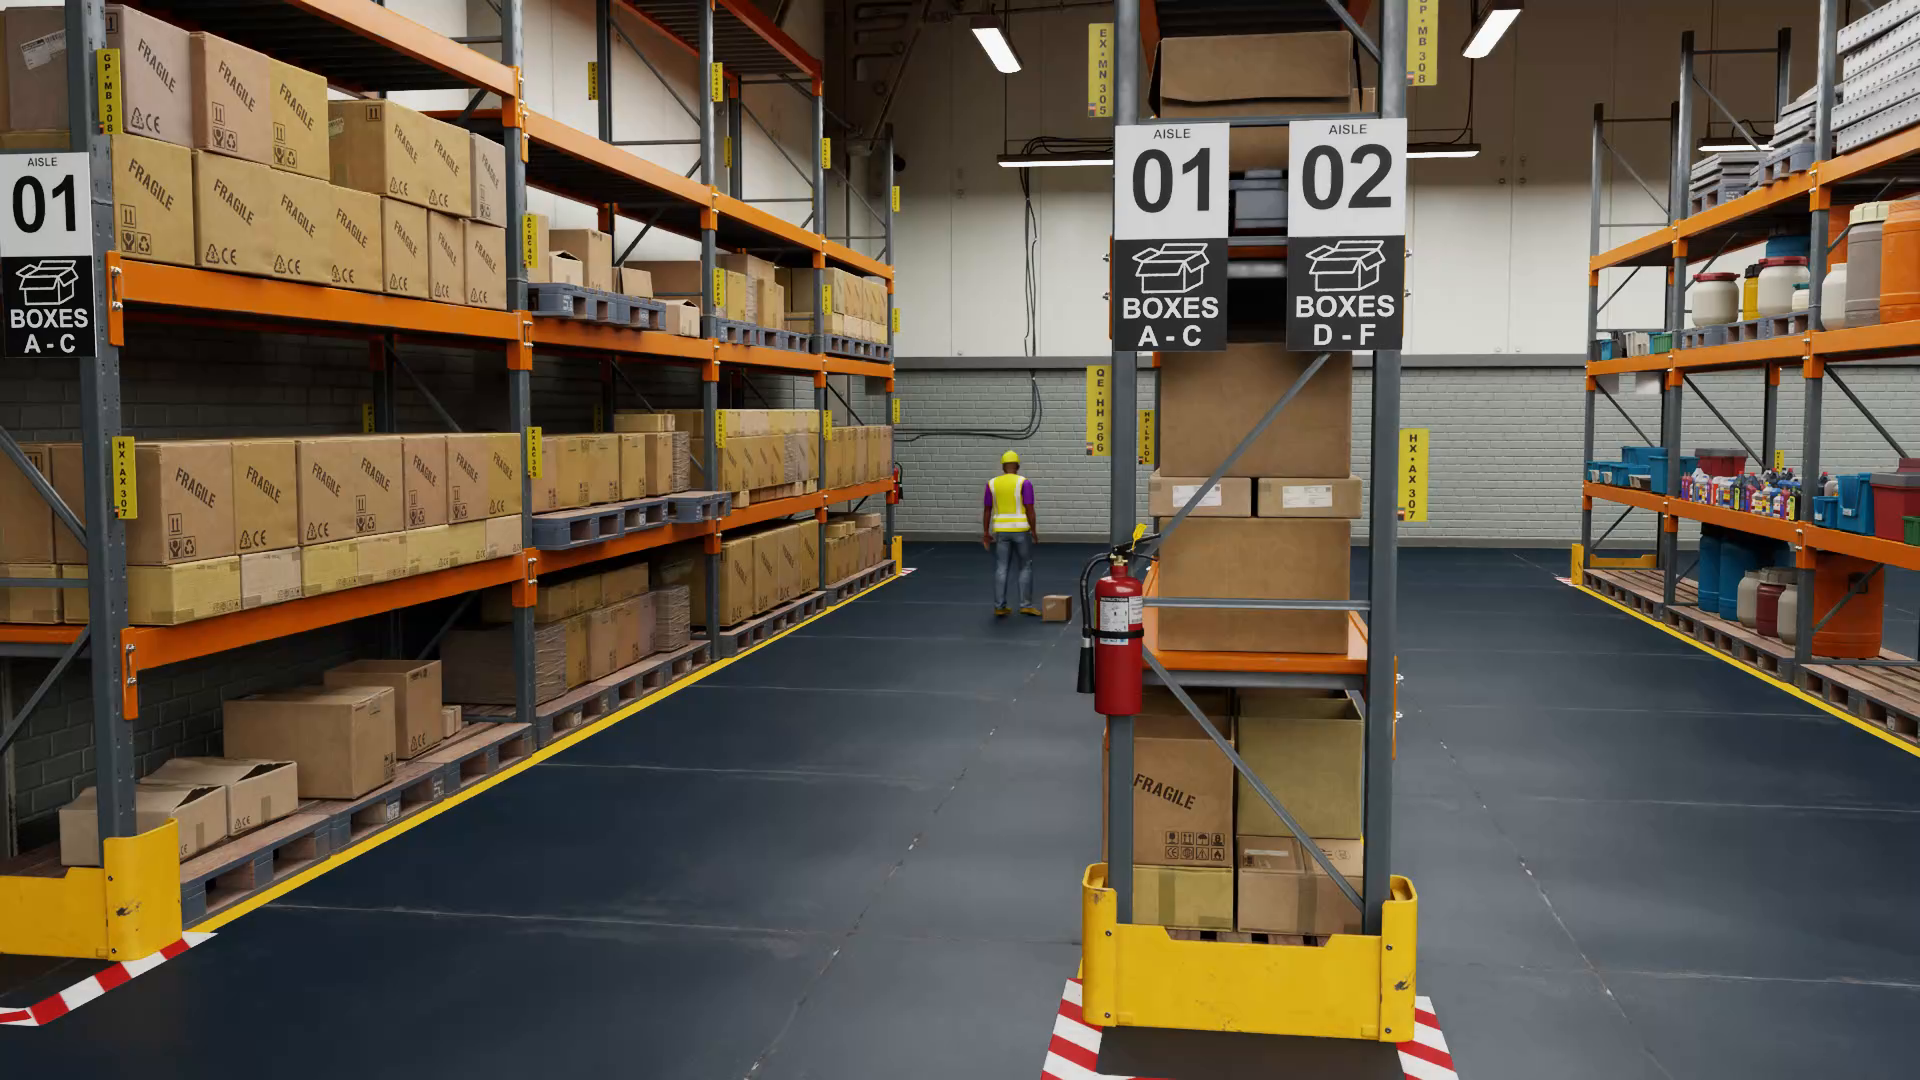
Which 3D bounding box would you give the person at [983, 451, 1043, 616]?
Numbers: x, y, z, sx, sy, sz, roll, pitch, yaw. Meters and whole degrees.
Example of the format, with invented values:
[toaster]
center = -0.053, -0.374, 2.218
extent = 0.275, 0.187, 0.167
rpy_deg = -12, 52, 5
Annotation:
[person]
center = 0.536, -0.049, 17.857
extent = 0.647, 1.812, 0.542
rpy_deg = 2, 5, 24
